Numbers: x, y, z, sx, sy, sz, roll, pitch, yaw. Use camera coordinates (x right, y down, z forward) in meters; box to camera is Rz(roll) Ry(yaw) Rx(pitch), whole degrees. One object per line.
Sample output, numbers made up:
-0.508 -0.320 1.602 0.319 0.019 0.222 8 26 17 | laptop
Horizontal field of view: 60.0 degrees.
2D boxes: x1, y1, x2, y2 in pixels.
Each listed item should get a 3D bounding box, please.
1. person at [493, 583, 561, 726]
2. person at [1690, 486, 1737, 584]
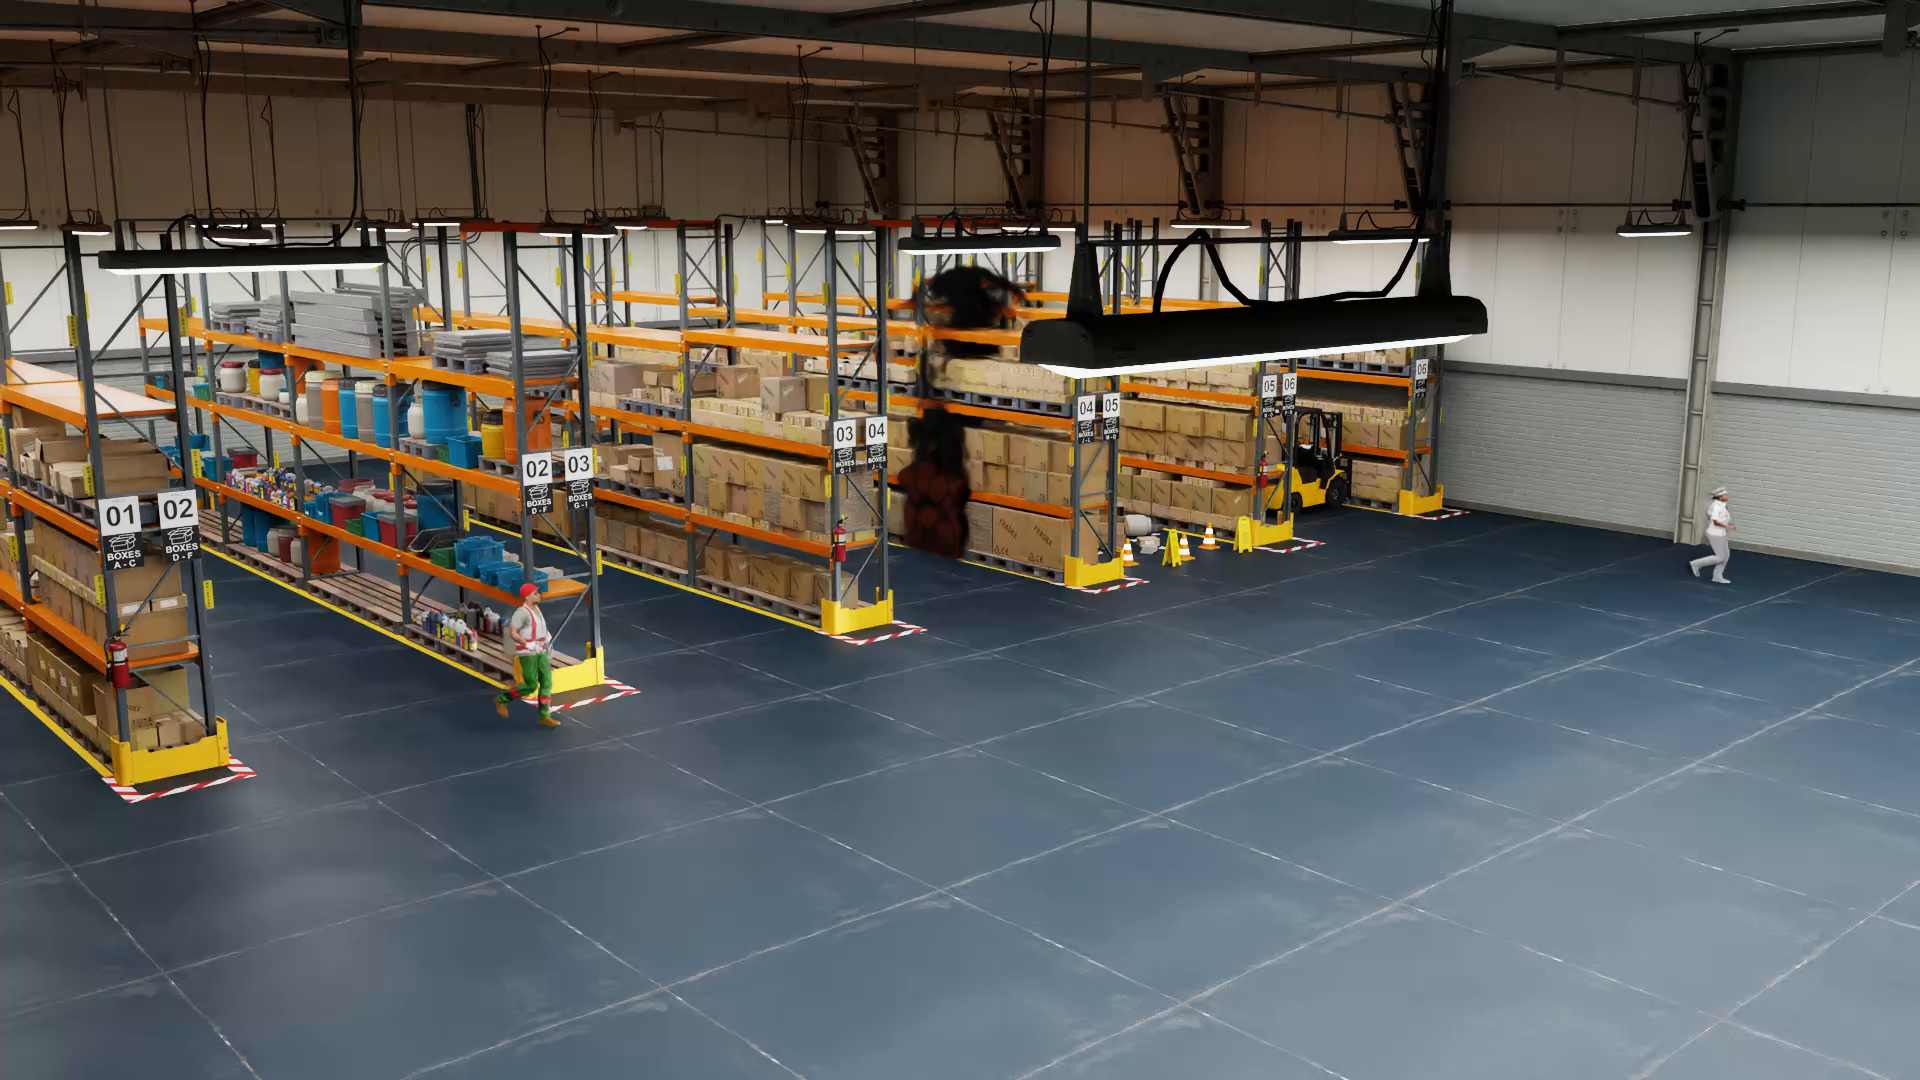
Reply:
-5.290 1.395 20.560 0.865 1.735 0.718 2 12 11 | person
12.780 -0.102 28.167 0.684 1.664 0.578 5 12 22 | person
